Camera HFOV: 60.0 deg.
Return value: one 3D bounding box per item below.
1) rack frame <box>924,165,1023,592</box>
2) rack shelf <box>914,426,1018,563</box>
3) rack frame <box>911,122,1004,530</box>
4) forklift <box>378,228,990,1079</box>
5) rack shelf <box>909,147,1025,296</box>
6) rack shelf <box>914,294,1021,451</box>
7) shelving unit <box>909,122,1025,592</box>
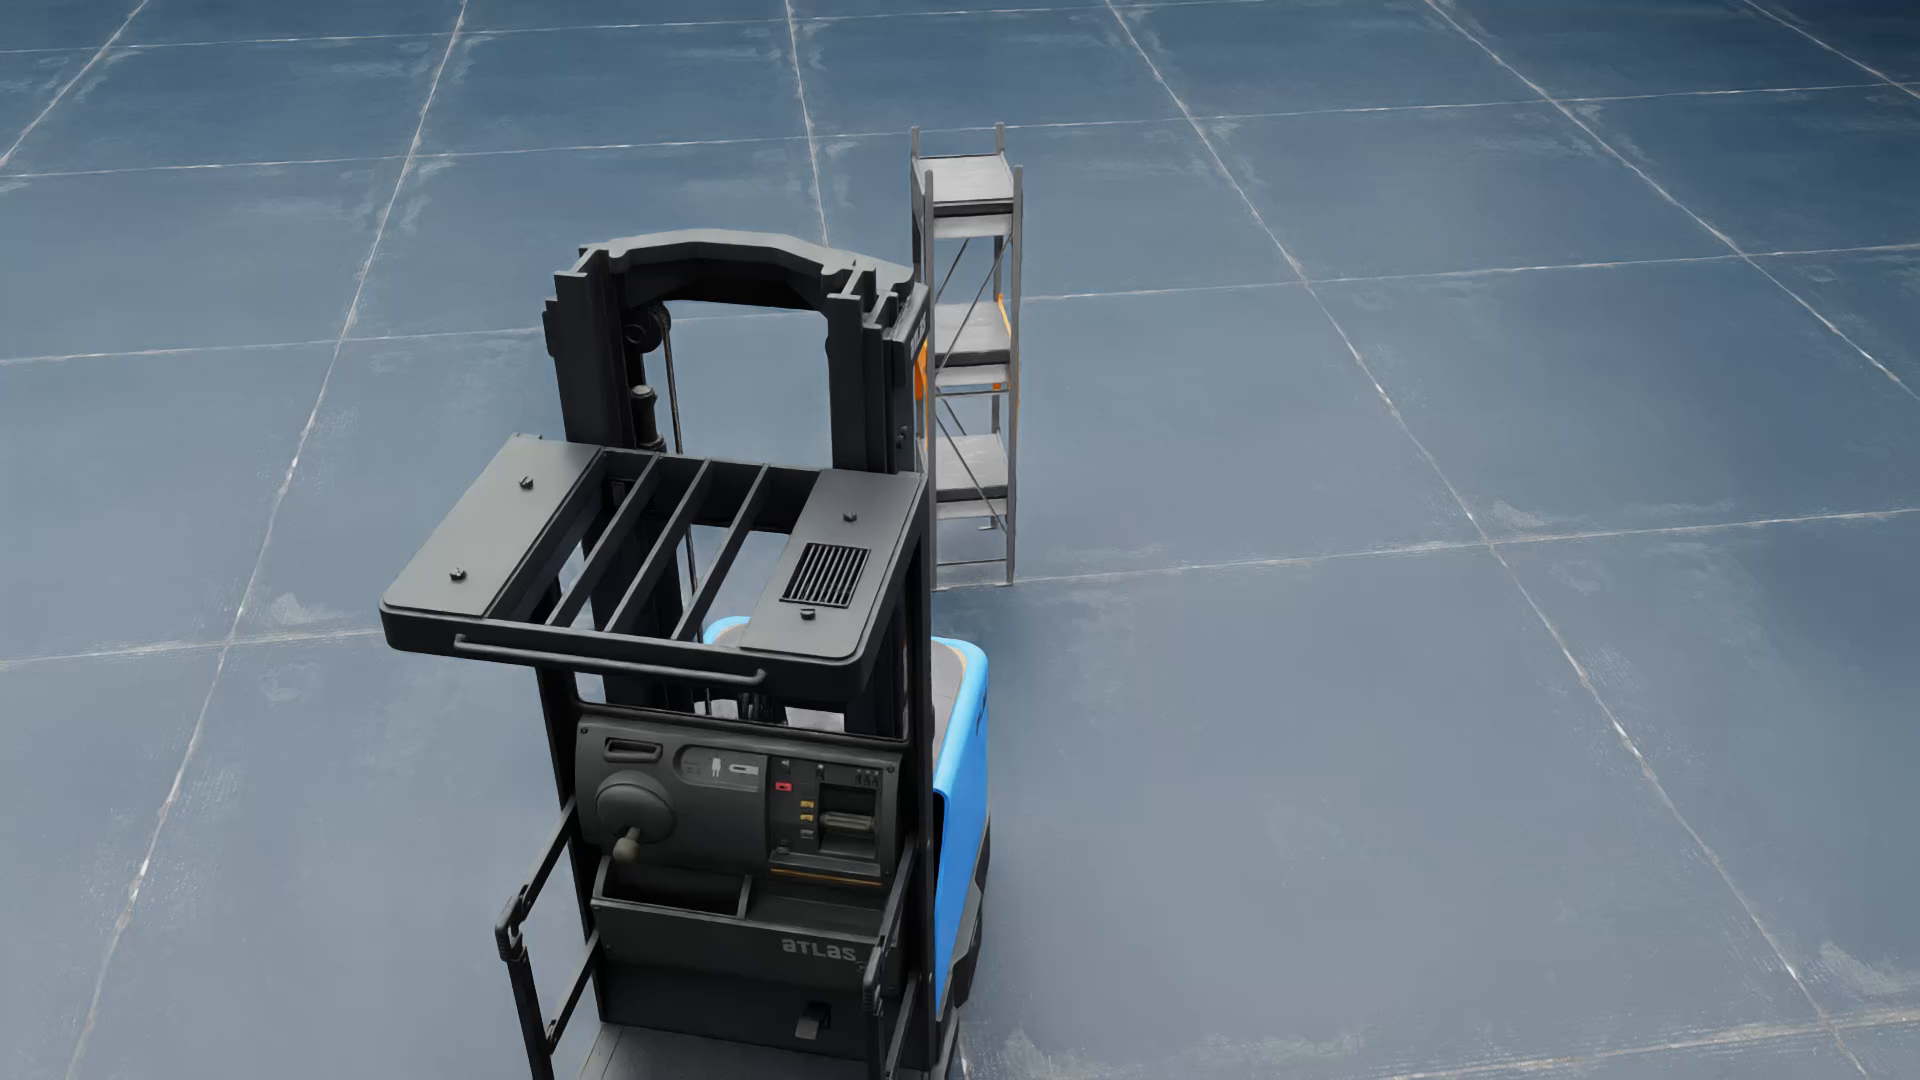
[{"bbox_3d":[0.055,-0.639,7.323,0.400,2.100,0.015,-4,35,-6],"label":"rack frame"},{"bbox_3d":[0.022,-0.186,7.925,0.431,0.518,0.480,-4,35,-6],"label":"rack shelf"},{"bbox_3d":[-0.011,-0.911,7.723,0.400,2.100,0.015,-4,35,-6],"label":"rack frame"},{"bbox_3d":[-0.663,0.799,4.475,1.130,2.935,3.031,6,35,9],"label":"forklift"},{"bbox_3d":[0.022,-1.342,7.137,0.431,0.518,0.480,-4,35,-6],"label":"rack shelf"},{"bbox_3d":[0.022,-0.764,7.531,0.431,0.518,0.480,-4,35,-6],"label":"rack shelf"},{"bbox_3d":[0.022,-0.775,7.523,0.431,2.100,0.503,-4,35,-6],"label":"shelving unit"}]
